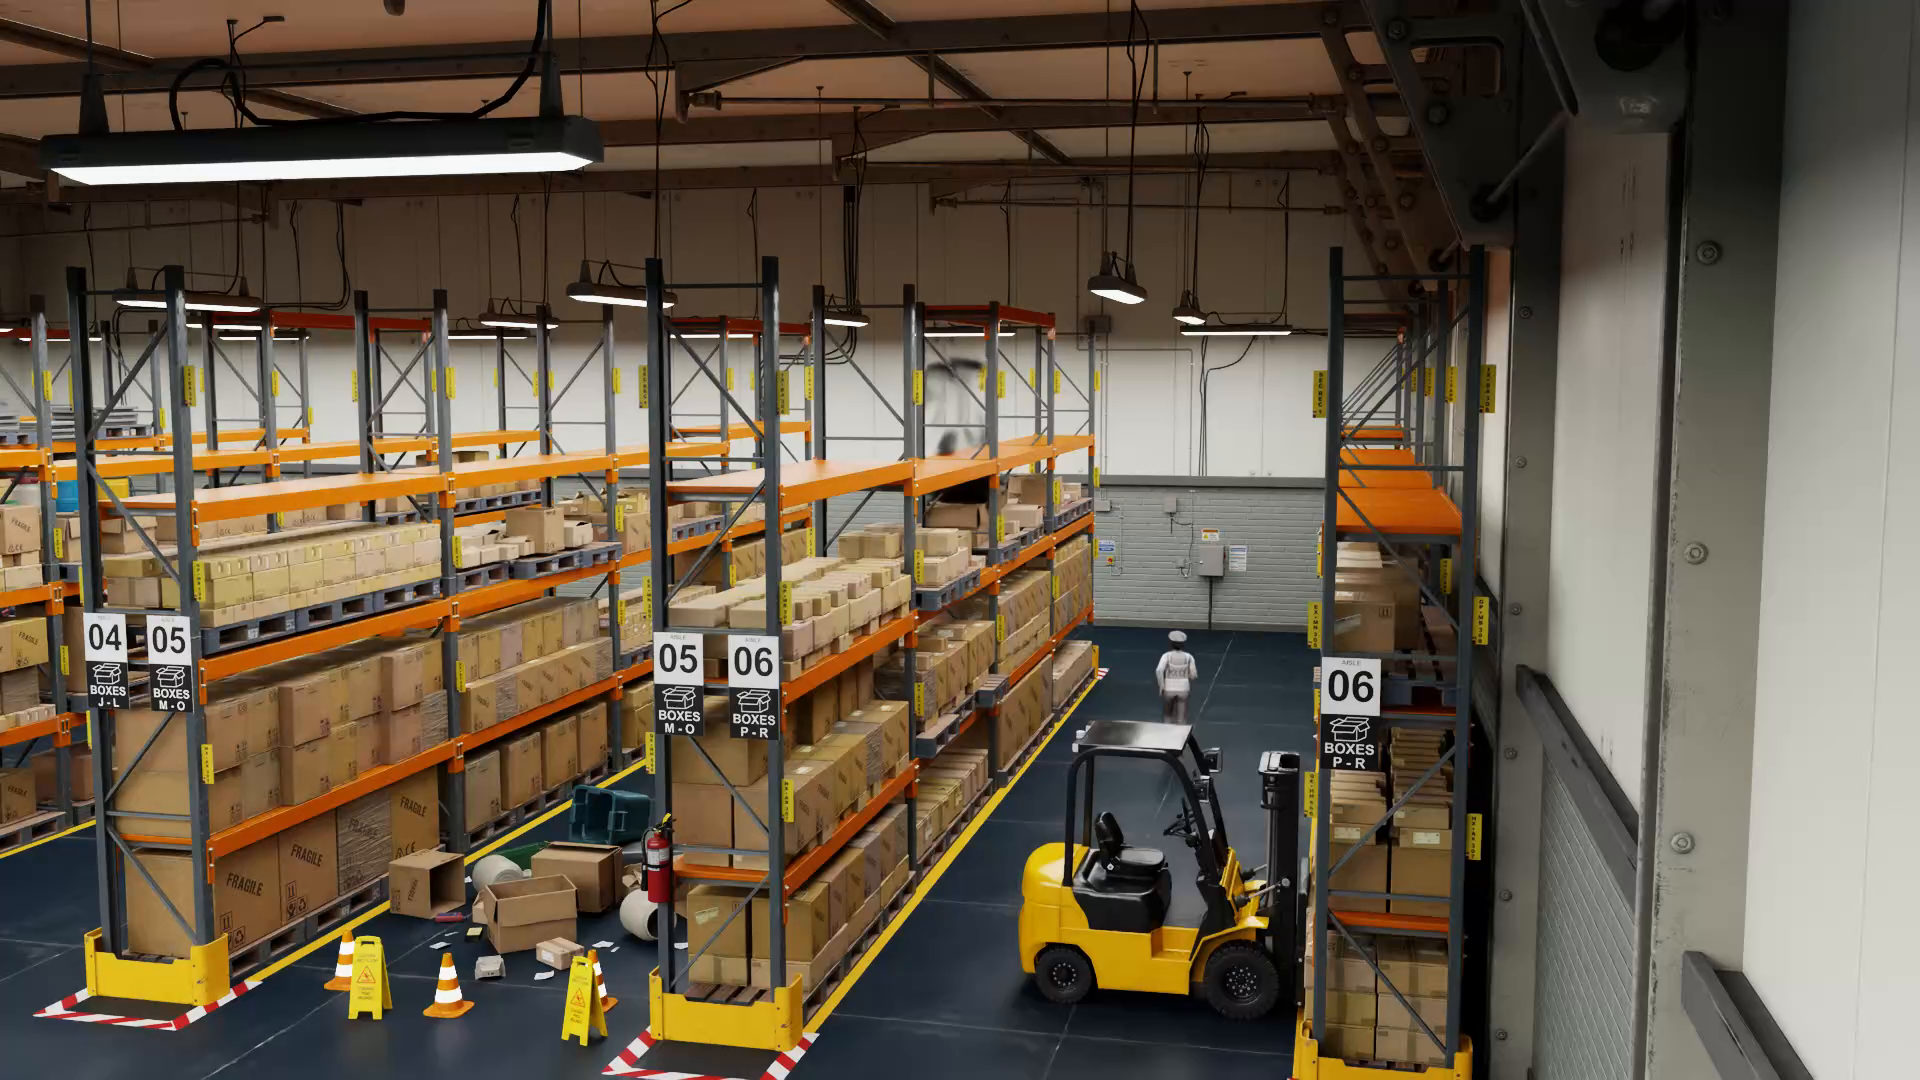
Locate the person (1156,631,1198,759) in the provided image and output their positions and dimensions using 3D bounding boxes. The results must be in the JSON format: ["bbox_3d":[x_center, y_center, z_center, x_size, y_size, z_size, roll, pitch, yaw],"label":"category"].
[{"bbox_3d":[2.888,2.090,22.186,0.552,1.735,0.801,1,6,8],"label":"person"}]

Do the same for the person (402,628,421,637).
[{"bbox_3d":[-7.637,2.001,23.719,0.656,1.627,0.969,1,6,14],"label":"person"}]
